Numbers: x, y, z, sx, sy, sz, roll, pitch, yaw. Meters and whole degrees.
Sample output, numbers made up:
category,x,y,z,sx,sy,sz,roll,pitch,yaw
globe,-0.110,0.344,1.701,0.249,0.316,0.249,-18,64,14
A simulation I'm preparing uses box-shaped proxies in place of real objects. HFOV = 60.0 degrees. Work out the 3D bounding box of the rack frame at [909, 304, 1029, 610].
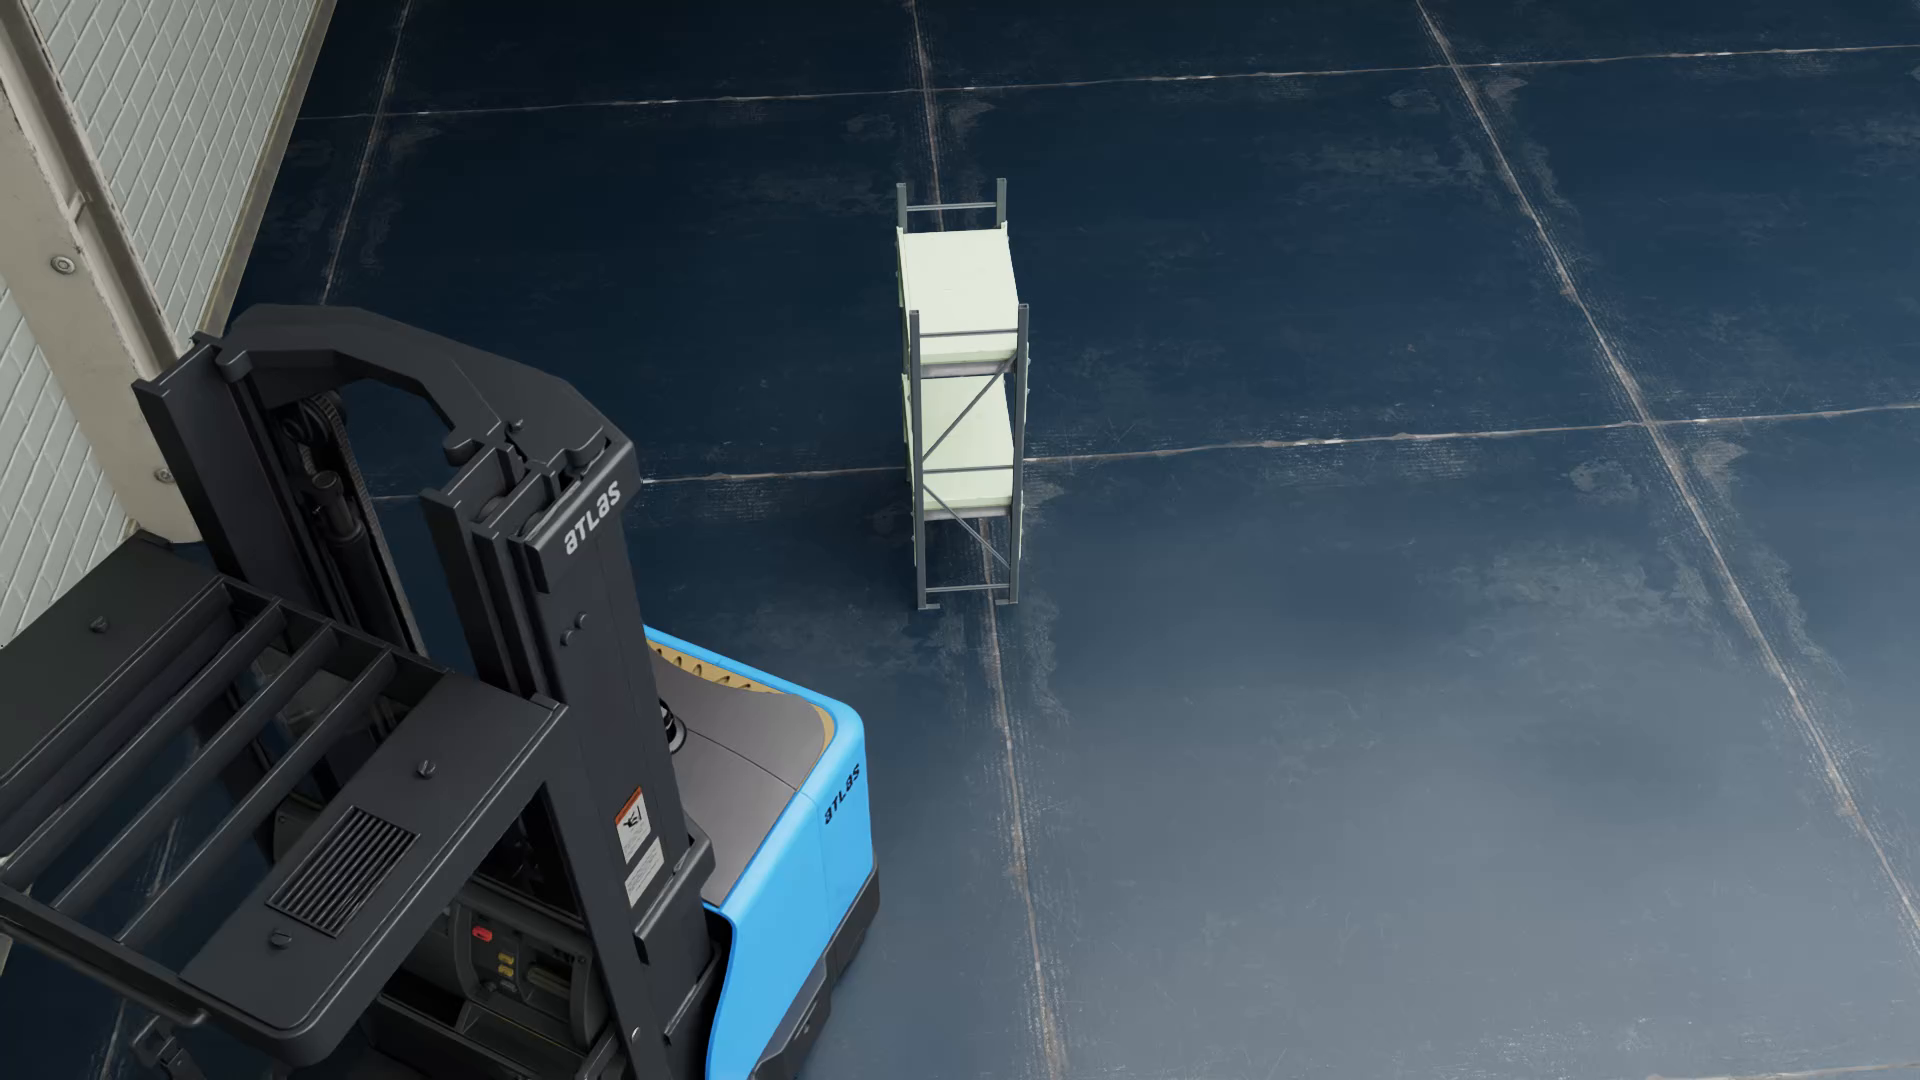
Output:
category,x,y,z,sx,sy,sz,roll,pitch,yaw
rack frame,0.030,-0.256,6.096,0.400,1.500,0.023,-3,47,-3

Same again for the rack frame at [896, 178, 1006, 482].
category,x,y,z,sx,sy,sz,roll,pitch,yaw
rack frame,-0.031,-0.785,6.597,0.400,1.500,0.023,-3,47,-3

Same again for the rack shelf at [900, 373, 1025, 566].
category,x,y,z,sx,sy,sz,roll,pitch,yaw
rack shelf,-0.001,-0.296,6.583,0.431,0.370,0.720,-3,47,-3

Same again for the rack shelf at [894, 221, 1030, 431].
category,x,y,z,sx,sy,sz,roll,pitch,yaw
rack shelf,-0.001,-0.789,6.063,0.431,0.370,0.720,-3,47,-3

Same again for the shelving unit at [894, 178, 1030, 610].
category,x,y,z,sx,sy,sz,roll,pitch,yaw
shelving unit,-0.001,-0.521,6.347,0.431,1.500,0.755,-3,47,-3

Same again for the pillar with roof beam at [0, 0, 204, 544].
category,x,y,z,sx,sy,sz,roll,pitch,yaw
pillar with roof beam,1.043,-3.488,3.992,9.100,9.000,0.400,-3,47,-3

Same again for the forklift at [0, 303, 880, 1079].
category,x,y,z,sx,sy,sz,roll,pitch,yaw
forklift,-1.364,1.051,3.872,1.130,2.935,3.031,19,50,17
